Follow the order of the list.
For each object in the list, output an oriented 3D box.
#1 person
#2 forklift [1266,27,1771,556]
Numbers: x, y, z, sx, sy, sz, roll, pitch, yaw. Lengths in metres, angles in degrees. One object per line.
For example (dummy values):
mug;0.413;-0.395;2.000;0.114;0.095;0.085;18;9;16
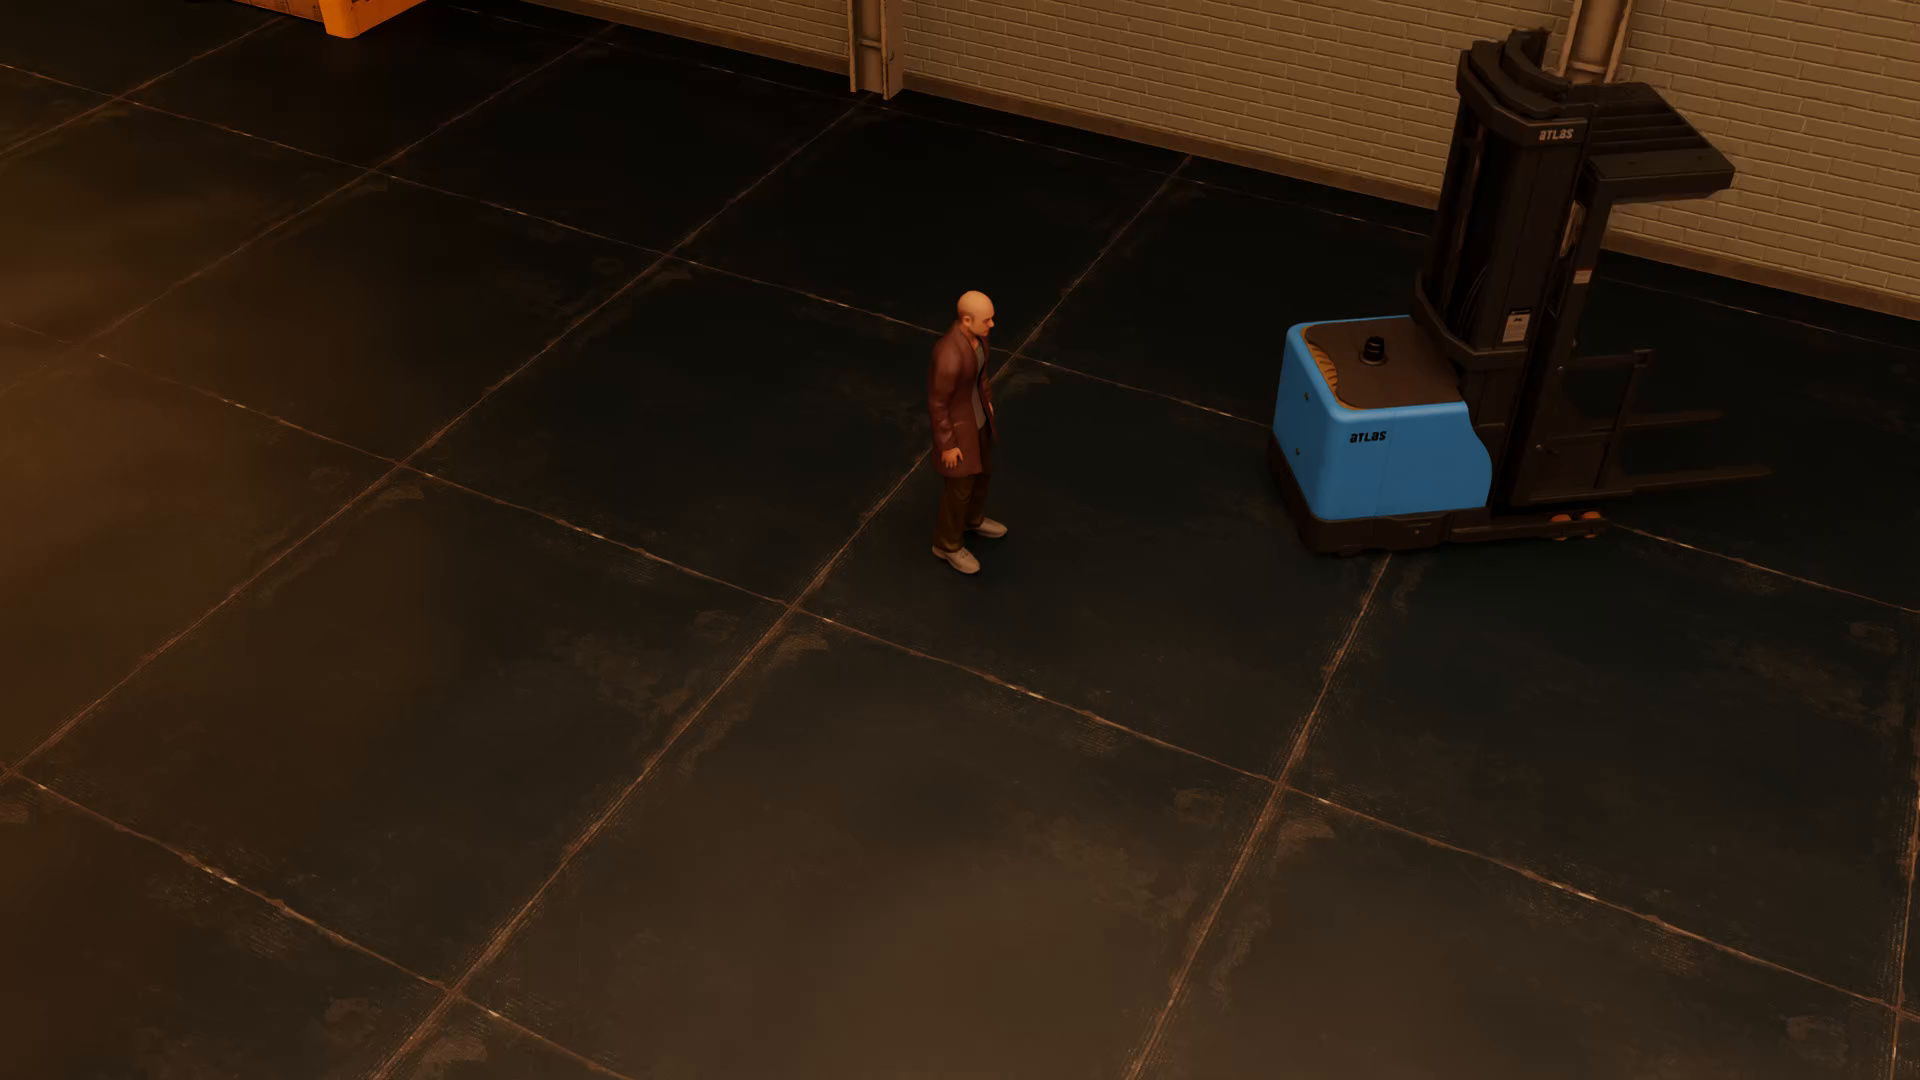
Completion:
person;0.033;-0.674;9.686;0.431;1.773;0.644;17;43;19
forklift;3.542;-1.450;9.709;3.031;2.935;1.130;-5;40;-6
